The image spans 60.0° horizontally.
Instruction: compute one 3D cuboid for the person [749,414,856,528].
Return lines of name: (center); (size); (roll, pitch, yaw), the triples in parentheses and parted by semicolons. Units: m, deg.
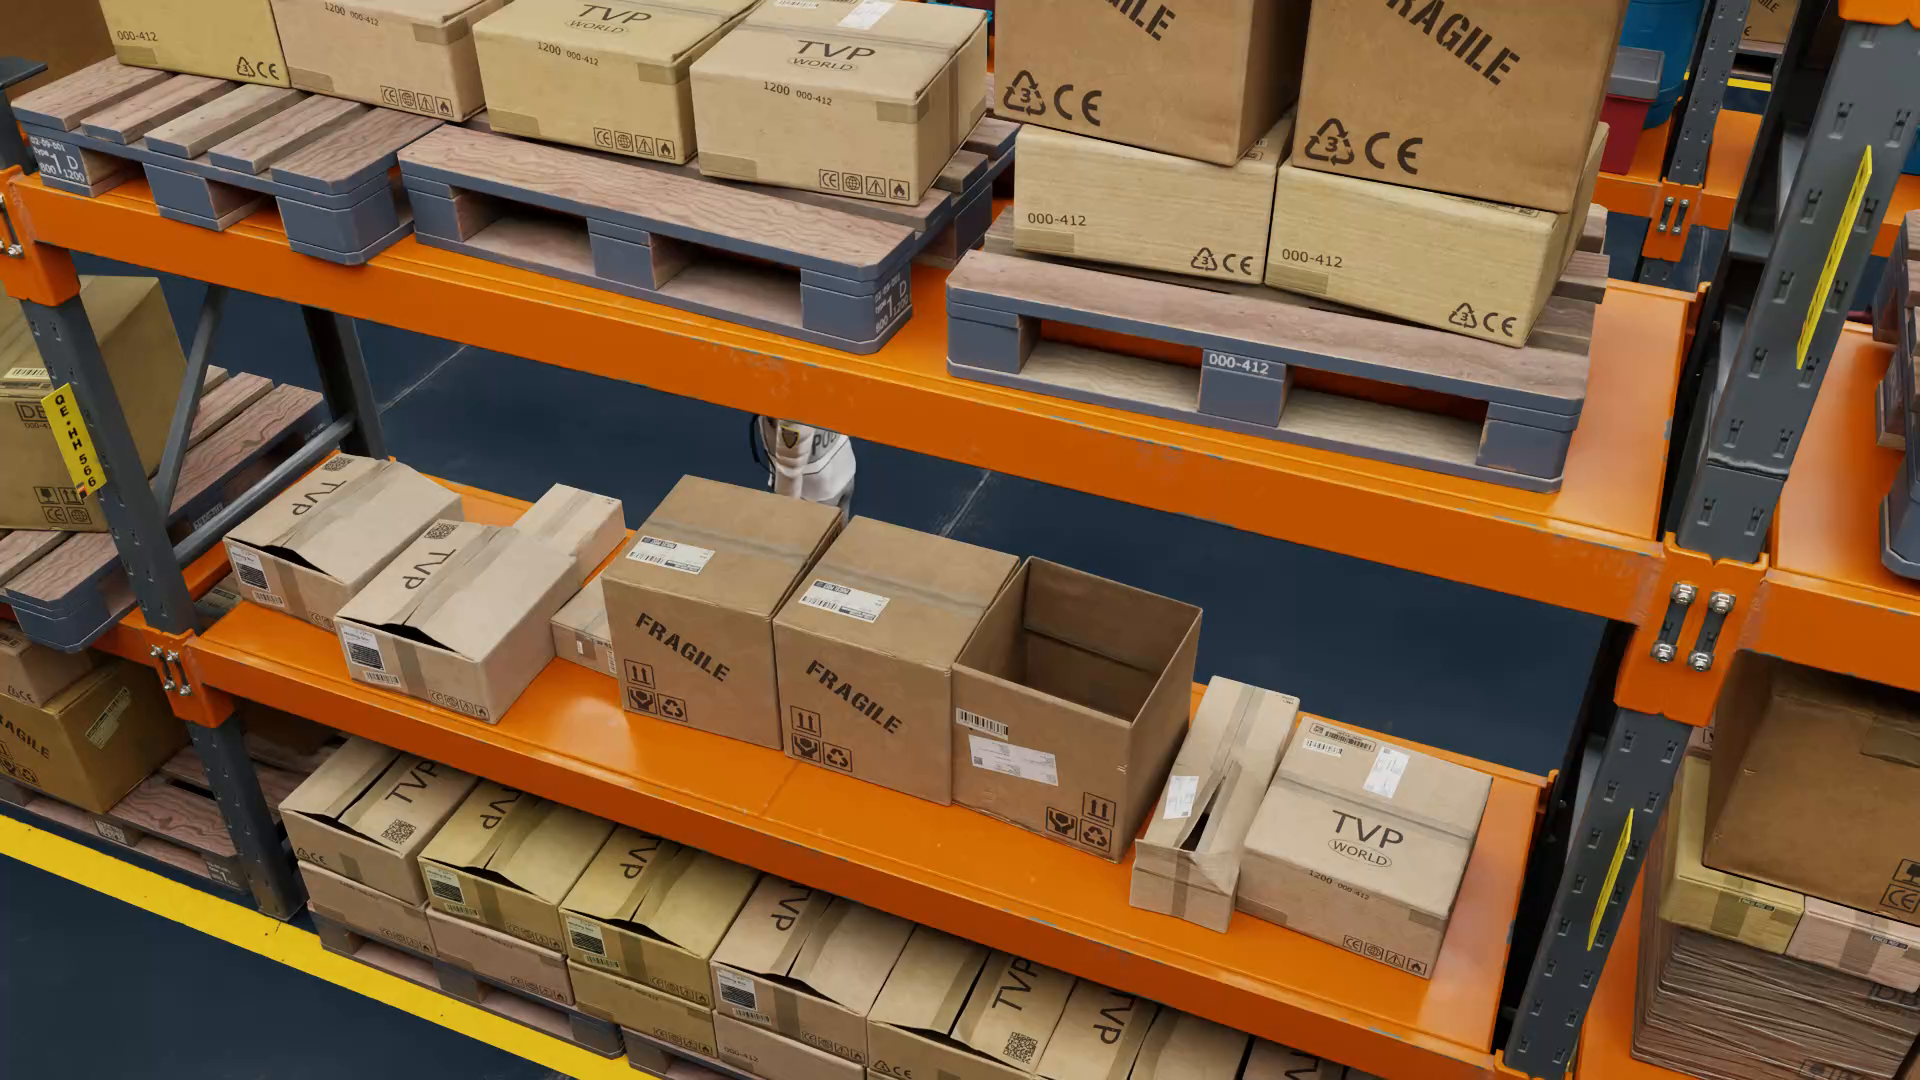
person: (-0.610, -0.200, 6.395); (0.403, 1.679, 0.481); (14, 40, 18)
